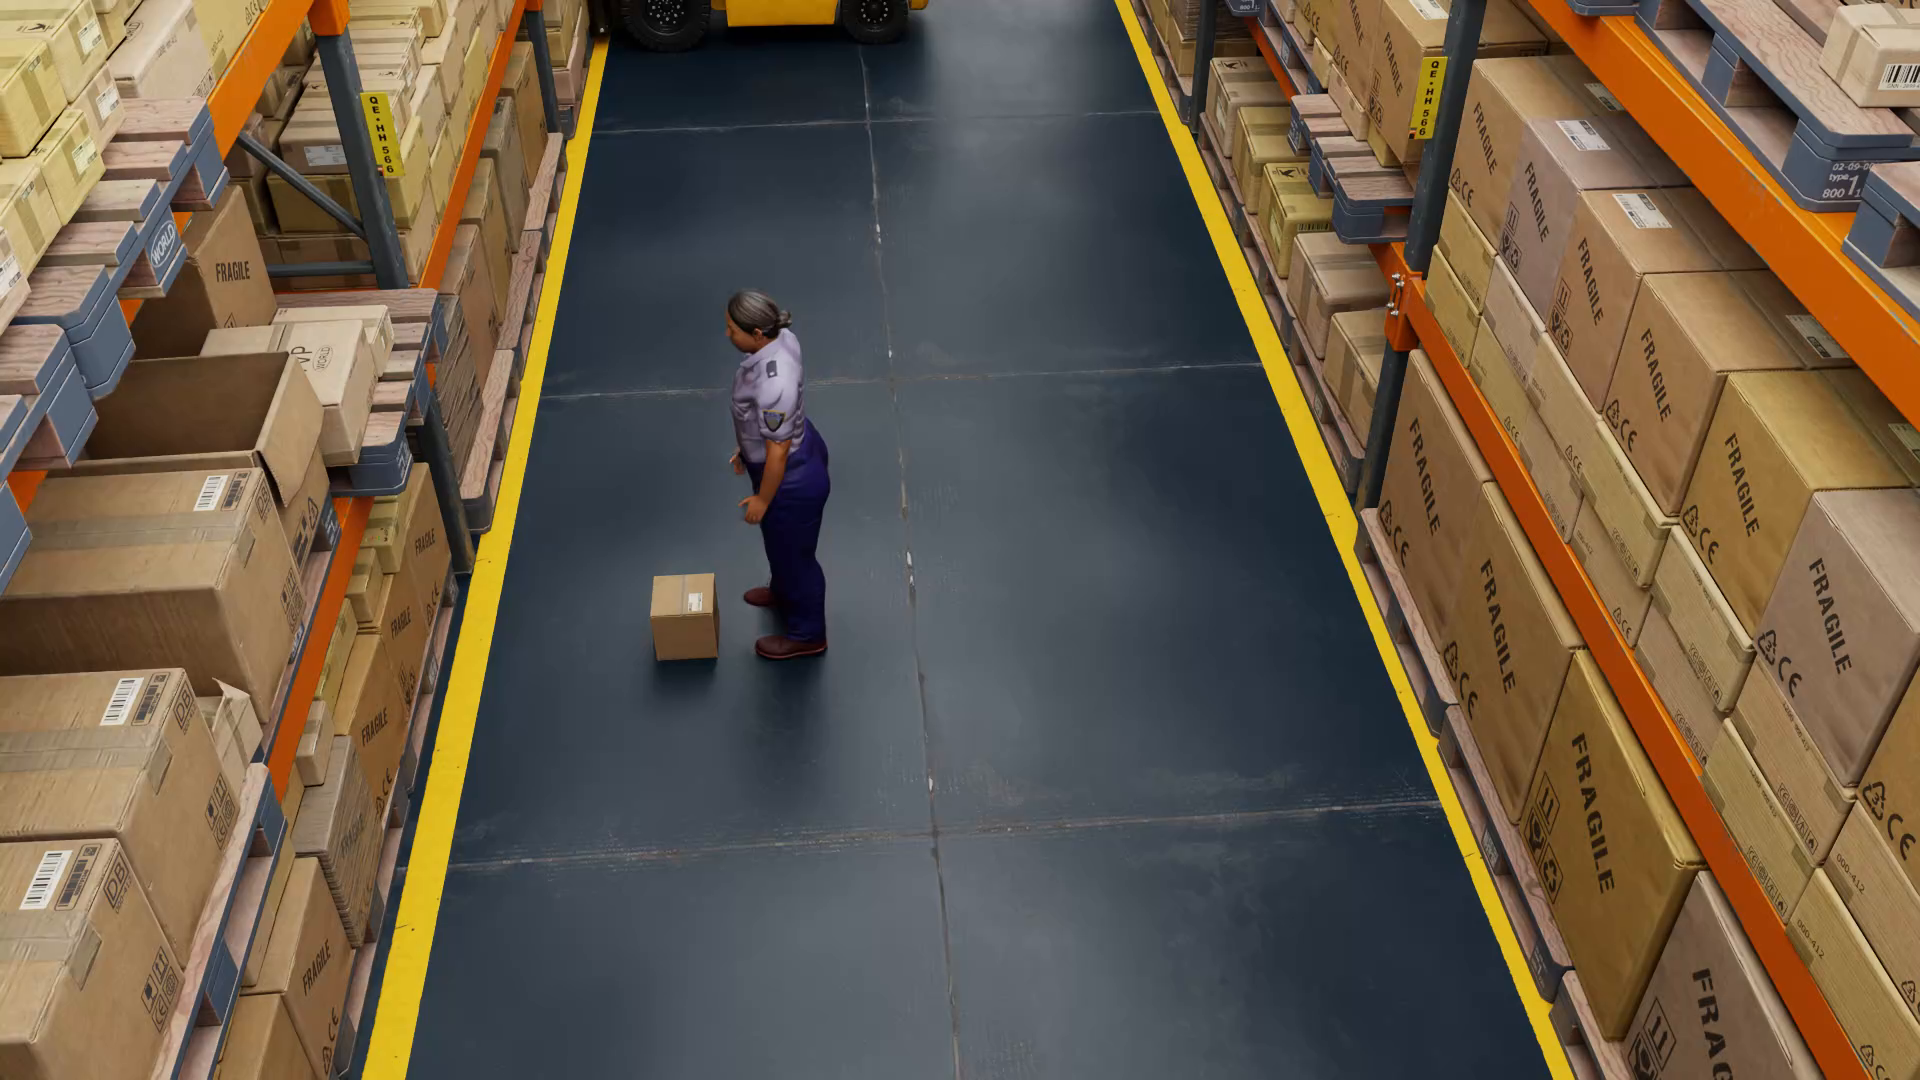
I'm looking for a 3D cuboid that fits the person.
[{"bbox_3d":[-0.714,-0.257,6.491,0.411,1.676,0.527,-3,39,-4],"label":"person"}]
